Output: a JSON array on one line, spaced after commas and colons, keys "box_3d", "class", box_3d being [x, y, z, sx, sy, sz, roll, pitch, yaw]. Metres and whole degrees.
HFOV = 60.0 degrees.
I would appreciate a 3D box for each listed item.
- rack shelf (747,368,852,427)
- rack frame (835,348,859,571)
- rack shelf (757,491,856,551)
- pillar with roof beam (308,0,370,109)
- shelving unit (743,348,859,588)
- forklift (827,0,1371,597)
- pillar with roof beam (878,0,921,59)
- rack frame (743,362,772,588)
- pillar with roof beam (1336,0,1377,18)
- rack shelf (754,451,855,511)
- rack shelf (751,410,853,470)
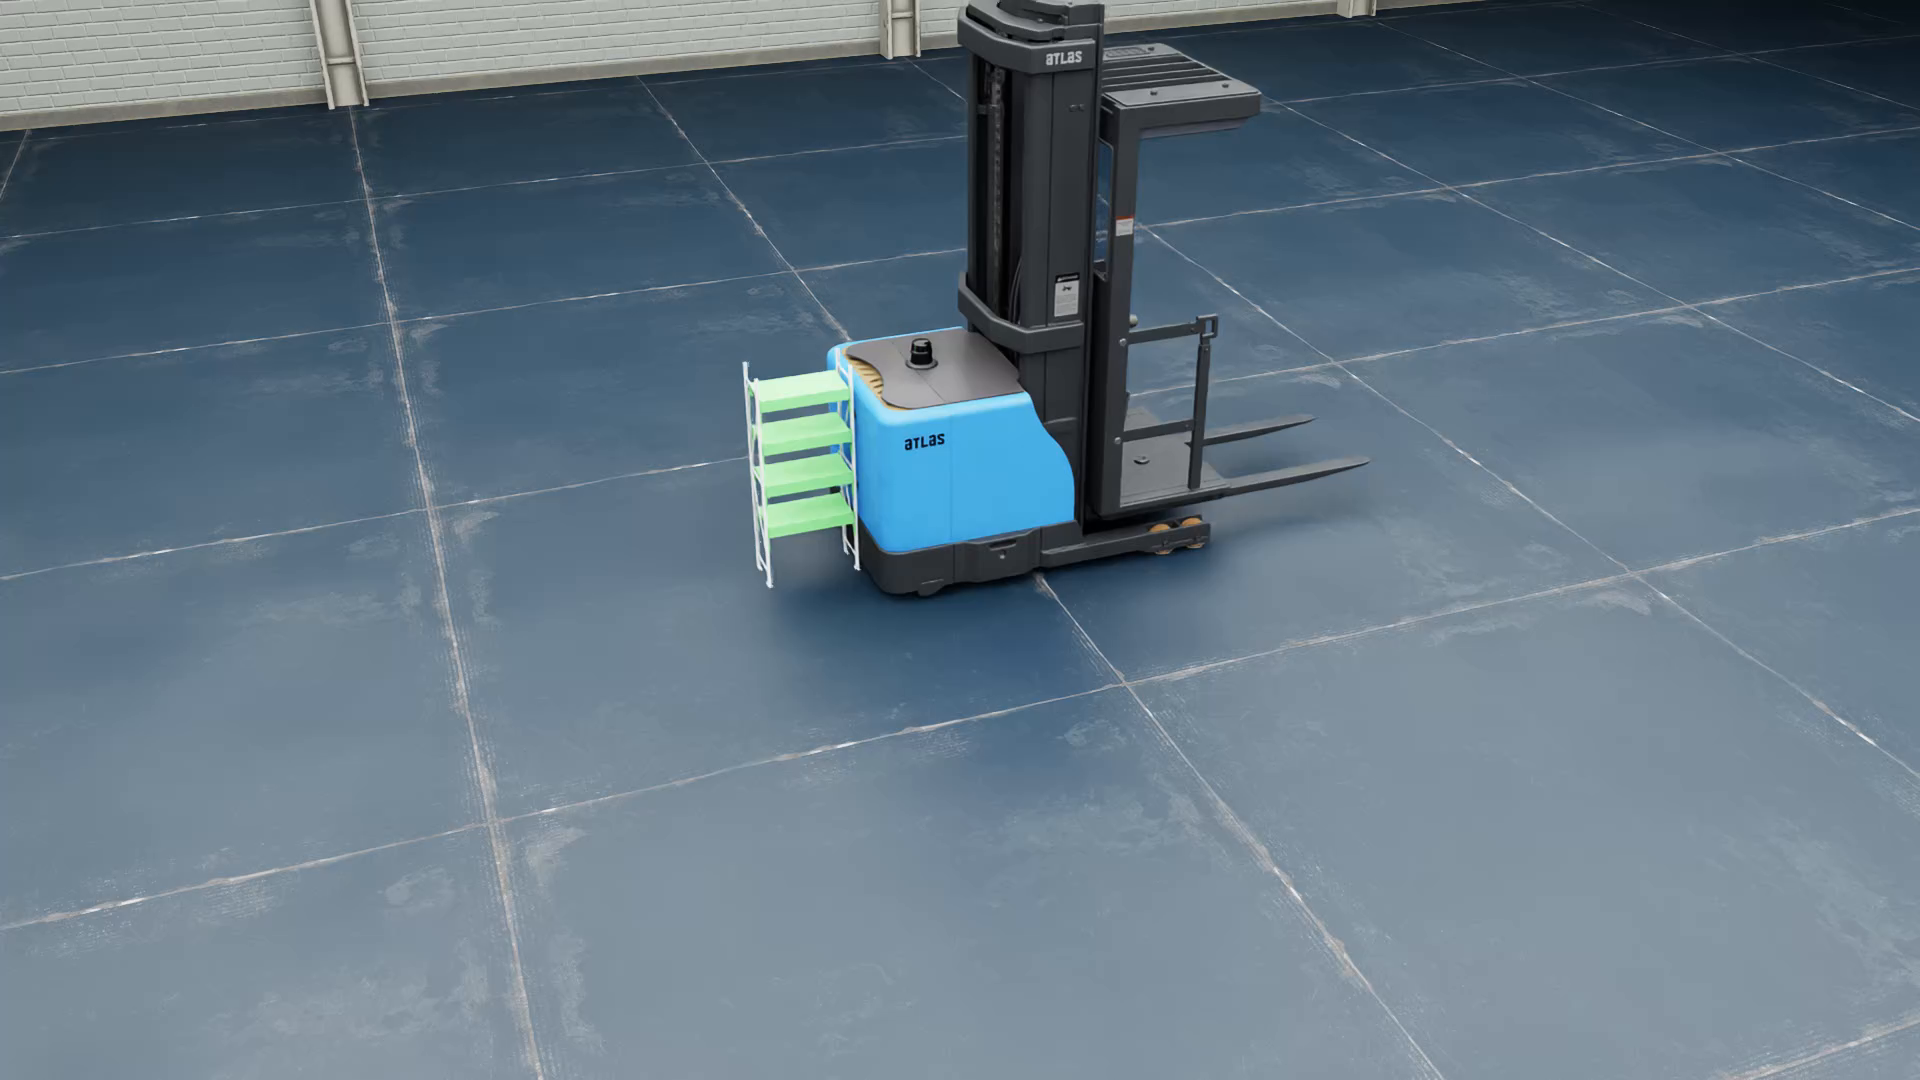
[{"box_3d": [-0.820, -0.729, 8.477, 0.480, 0.148, 0.258, -11, 31, -18], "class": "rack shelf"}, {"box_3d": [-0.592, -0.411, 8.759, 0.015, 1.200, 0.240, -11, 31, -18], "class": "rack frame"}, {"box_3d": [-0.820, -0.103, 8.833, 0.480, 0.148, 0.258, -11, 31, -18], "class": "rack shelf"}, {"box_3d": [-4.805, -6.413, 11.416, 0.400, 9.000, 9.100, -10, 31, -18], "class": "pillar with roof beam"}, {"box_3d": [-0.820, -0.368, 8.683, 0.503, 1.200, 0.258, -11, 31, -18], "class": "shelving unit"}, {"box_3d": [0.844, -1.424, 8.789, 3.031, 2.935, 1.130, -11, 31, -18], "class": "forklift"}, {"box_3d": [0.819, -7.449, 13.234, 0.400, 9.000, 9.100, -10, 31, -18], "class": "pillar with roof beam"}, {"box_3d": [-1.048, -0.325, 8.608, 0.015, 1.200, 0.240, -11, 31, -18], "class": "rack frame"}, {"box_3d": [6.442, -8.485, 15.052, 0.400, 9.000, 9.100, -10, 31, -18], "class": "pillar with roof beam"}, {"box_3d": [-0.820, -0.312, 8.715, 0.480, 0.148, 0.258, -11, 31, -18], "class": "rack shelf"}, {"box_3d": [-0.820, -0.521, 8.596, 0.480, 0.148, 0.258, -11, 31, -18], "class": "rack shelf"}]
